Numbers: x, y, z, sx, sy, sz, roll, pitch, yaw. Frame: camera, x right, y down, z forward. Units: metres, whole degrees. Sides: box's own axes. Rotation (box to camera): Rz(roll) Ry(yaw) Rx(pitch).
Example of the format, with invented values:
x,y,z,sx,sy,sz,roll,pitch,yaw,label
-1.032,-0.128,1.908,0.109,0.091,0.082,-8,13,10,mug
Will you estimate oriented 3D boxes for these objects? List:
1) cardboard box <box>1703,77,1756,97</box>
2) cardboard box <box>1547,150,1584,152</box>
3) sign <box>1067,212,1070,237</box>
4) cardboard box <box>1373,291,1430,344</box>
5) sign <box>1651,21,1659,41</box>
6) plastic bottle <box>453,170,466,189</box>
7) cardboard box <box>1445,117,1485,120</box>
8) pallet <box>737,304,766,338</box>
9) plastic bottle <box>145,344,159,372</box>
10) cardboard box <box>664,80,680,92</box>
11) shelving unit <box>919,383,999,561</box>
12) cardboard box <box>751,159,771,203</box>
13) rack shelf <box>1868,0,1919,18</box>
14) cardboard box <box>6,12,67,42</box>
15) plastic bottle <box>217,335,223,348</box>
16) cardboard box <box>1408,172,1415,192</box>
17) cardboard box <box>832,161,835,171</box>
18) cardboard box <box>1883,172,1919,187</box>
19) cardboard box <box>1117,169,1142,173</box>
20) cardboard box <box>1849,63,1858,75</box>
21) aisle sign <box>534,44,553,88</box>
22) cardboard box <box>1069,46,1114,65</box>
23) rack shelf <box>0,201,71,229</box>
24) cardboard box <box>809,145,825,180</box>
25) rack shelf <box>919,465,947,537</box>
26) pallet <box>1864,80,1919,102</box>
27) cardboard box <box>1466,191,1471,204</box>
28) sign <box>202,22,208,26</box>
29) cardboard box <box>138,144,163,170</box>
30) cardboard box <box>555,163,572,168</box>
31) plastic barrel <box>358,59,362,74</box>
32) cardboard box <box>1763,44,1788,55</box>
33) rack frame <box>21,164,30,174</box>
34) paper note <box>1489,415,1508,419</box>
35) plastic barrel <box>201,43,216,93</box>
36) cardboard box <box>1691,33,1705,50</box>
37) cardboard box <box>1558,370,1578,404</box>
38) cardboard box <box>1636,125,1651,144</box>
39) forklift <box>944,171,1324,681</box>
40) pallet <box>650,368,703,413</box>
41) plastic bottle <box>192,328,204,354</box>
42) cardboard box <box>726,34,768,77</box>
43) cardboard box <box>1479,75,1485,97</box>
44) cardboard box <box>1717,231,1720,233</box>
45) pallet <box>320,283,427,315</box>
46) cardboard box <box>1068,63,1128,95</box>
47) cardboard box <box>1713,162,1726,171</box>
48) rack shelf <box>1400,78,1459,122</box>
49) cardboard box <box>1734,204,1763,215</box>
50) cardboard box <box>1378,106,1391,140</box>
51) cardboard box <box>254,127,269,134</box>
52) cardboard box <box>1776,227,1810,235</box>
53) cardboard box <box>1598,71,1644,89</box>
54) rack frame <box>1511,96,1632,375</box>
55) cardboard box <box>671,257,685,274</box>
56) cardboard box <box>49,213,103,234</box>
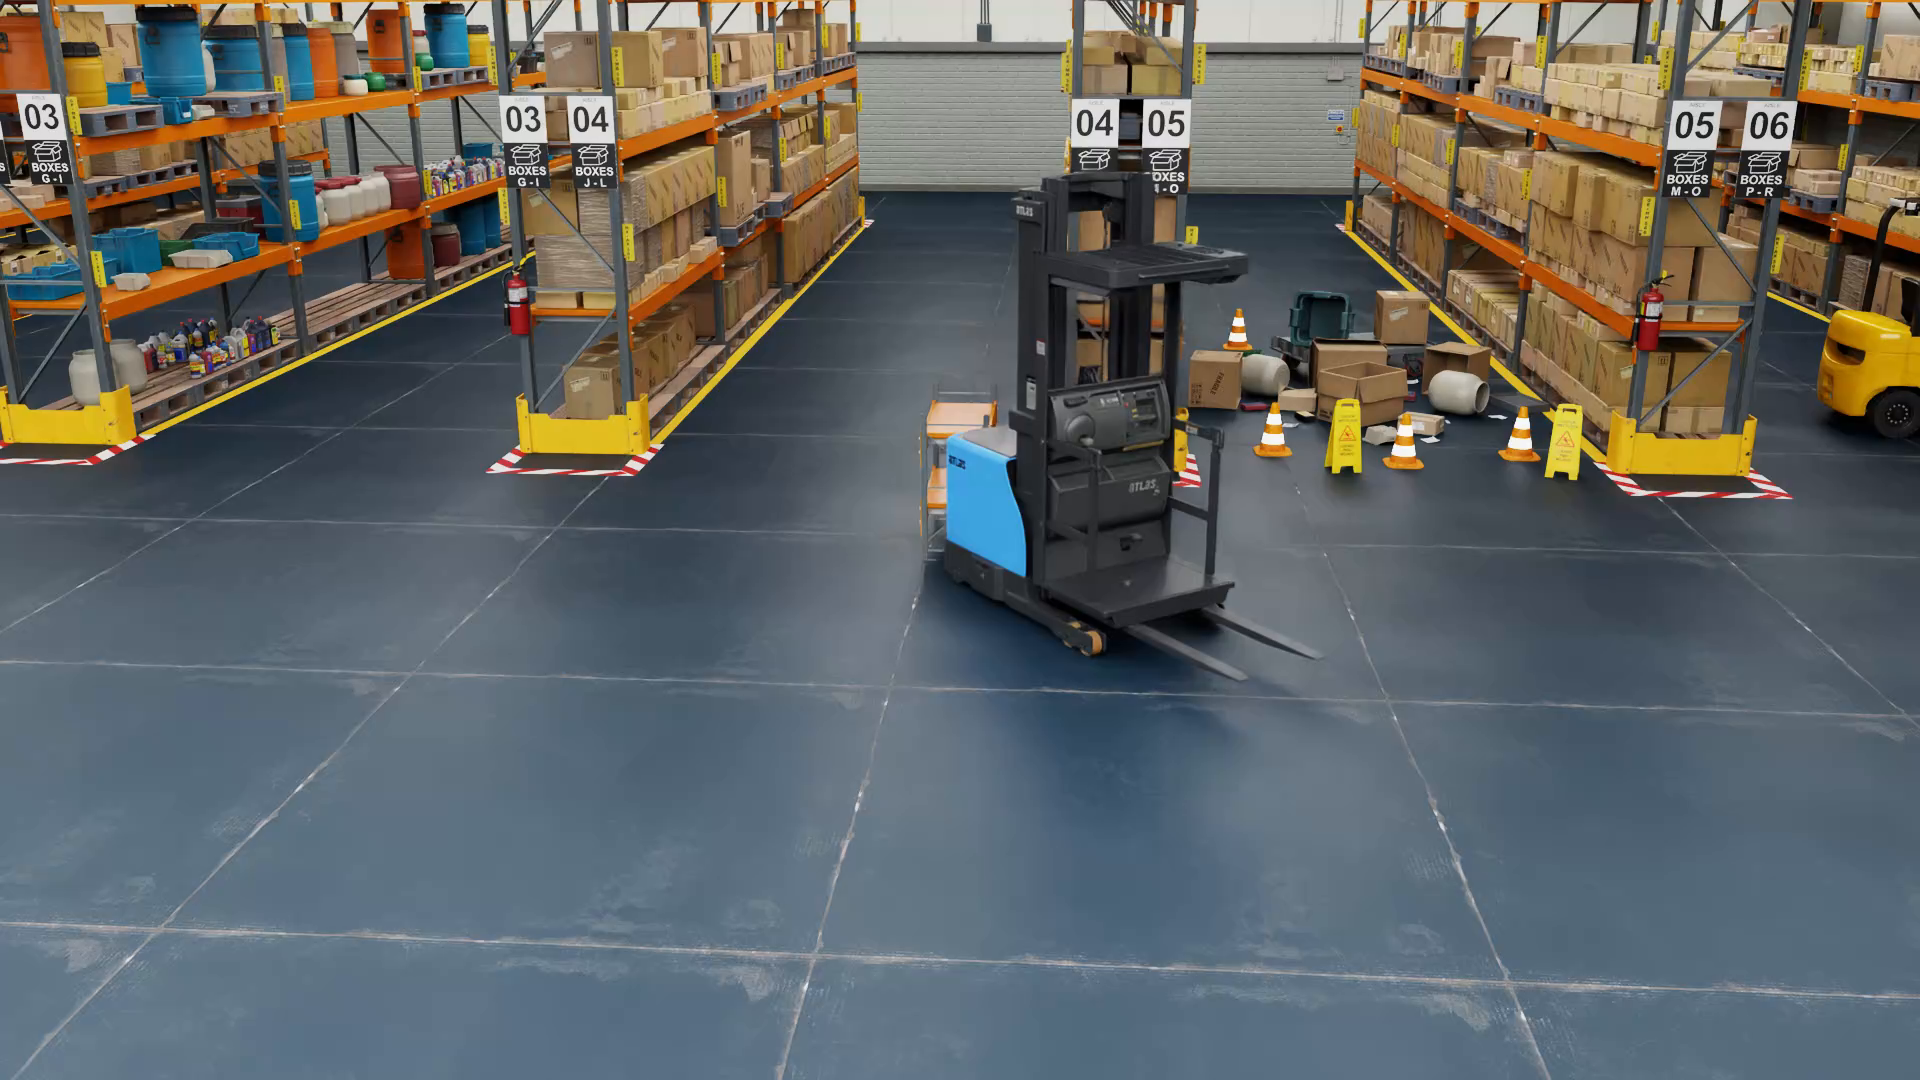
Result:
x,y,z,sx,sy,sz,roll,pitch,yaw,label
6.620,-3.899,14.310,0.380,0.149,0.250,1,18,4,cardboard box
7.037,-4.446,19.321,0.380,0.149,0.250,2,18,7,cardboard box
0.904,-2.788,14.374,0.100,0.325,0.005,1,18,4,sign
4.897,-2.474,18.455,0.500,0.500,0.500,1,18,4,cardboard box
11.945,-8.742,28.564,0.100,0.325,0.005,1,18,4,sign
-7.410,-5.345,24.616,0.152,0.276,0.135,1,18,4,plastic bottle
7.437,-5.974,24.570,0.500,0.500,0.500,2,18,5,cardboard box
-3.070,-2.790,21.097,1.003,0.211,1.213,1,18,4,pallet
-8.590,-1.935,17.667,0.061,0.283,0.133,1,18,4,plastic bottle
-3.073,-4.604,16.938,0.380,0.149,0.250,2,18,6,cardboard box
0.000,-0.537,12.754,0.538,1.125,1.048,1,18,4,shelving unit
-2.862,-4.638,21.426,0.700,0.500,0.500,4,19,12,cardboard box
11.770,-6.102,18.892,1.077,0.370,4.000,1,18,4,rack shelf
-12.766,-7.041,23.010,0.500,0.500,0.500,1,18,4,cardboard box
-8.067,-2.107,18.192,0.061,0.283,0.133,1,18,4,plastic bottle
6.866,-5.235,24.322,0.500,0.250,0.500,1,18,3,cardboard box
-2.246,-6.106,27.144,0.380,0.149,0.250,2,18,6,cardboard box
11.580,-4.423,20.402,0.380,0.149,0.250,1,18,5,cardboard box
1.540,-3.319,16.258,0.875,0.550,0.500,1,18,4,cardboard box
11.698,-6.064,21.394,0.380,0.149,0.250,2,18,5,cardboard box
-7.581,-8.595,30.161,0.394,0.787,0.004,1,18,4,aisle sign
1.129,-4.153,14.250,0.380,0.149,0.250,1,18,4,cardboard box
-12.947,-3.995,21.452,1.077,0.370,4.000,1,18,4,rack shelf
-2.397,-5.874,25.871,0.500,0.500,0.500,1,18,4,cardboard box
0.000,-0.304,12.830,0.538,0.278,1.000,1,18,4,rack shelf
11.954,-5.527,20.460,1.213,0.211,1.003,2,18,6,pallet
6.634,-4.326,21.038,0.380,0.149,0.250,0,18,0,cardboard box
-11.963,-8.047,26.383,0.100,0.325,0.005,1,18,4,sign
-12.582,-5.897,25.267,0.700,0.500,0.500,-3,18,-10,cardboard box
-3.635,-3.402,16.243,0.500,0.500,0.500,1,18,4,cardboard box
-8.191,-6.235,22.136,0.421,0.512,0.421,0,18,0,plastic barrel
11.740,-7.015,23.789,0.380,0.149,0.250,1,18,3,cardboard box
-17.171,-7.552,31.152,1.000,3.000,0.127,1,18,4,rack frame
5.393,-1.237,16.650,0.142,0.019,0.148,-5,19,-15,paper note
-8.376,-5.152,18.158,0.421,0.512,0.421,0,18,0,plastic barrel
12.100,-8.017,26.717,0.500,0.250,0.500,2,18,5,cardboard box
6.255,-1.503,16.433,0.500,0.250,0.500,1,18,2,cardboard box
6.120,-3.530,14.466,0.380,0.149,0.250,1,18,4,cardboard box
1.105,-0.813,10.698,1.130,2.935,3.031,-11,21,-31,forklift
-3.307,-1.579,17.401,1.003,0.211,1.213,1,18,4,pallet
-8.511,-2.227,18.577,0.097,0.271,0.097,0,18,0,plastic bottle
-2.733,-6.133,21.041,0.500,0.500,0.500,1,18,4,cardboard box
6.751,-5.702,20.907,0.396,0.266,0.258,1,18,4,cardboard box
6.768,-2.678,15.642,0.500,0.500,0.500,1,18,3,cardboard box
-7.957,-3.281,22.597,1.003,0.211,1.213,1,18,4,pallet
1.200,-4.009,14.453,0.500,0.250,0.500,2,18,5,cardboard box
11.993,-5.880,25.815,0.500,0.250,0.500,2,18,5,cardboard box
7.105,-6.219,23.422,1.077,0.370,4.000,1,18,4,rack shelf
11.969,-5.001,25.189,0.380,0.149,0.250,1,18,3,cardboard box
7.079,-6.747,26.932,0.500,0.500,0.500,2,18,5,cardboard box
-12.128,-7.182,28.259,0.500,0.500,0.500,1,18,2,cardboard box
11.887,-4.370,23.740,0.380,0.149,0.250,1,18,4,cardboard box
6.194,-4.303,15.544,0.380,0.149,0.250,2,18,5,cardboard box
6.675,-3.272,18.090,1.000,3.000,0.127,1,18,4,rack frame
-3.054,-2.835,17.160,0.380,0.149,0.250,1,18,4,cardboard box
-12.971,-4.648,24.395,0.500,0.250,0.500,2,18,6,cardboard box
